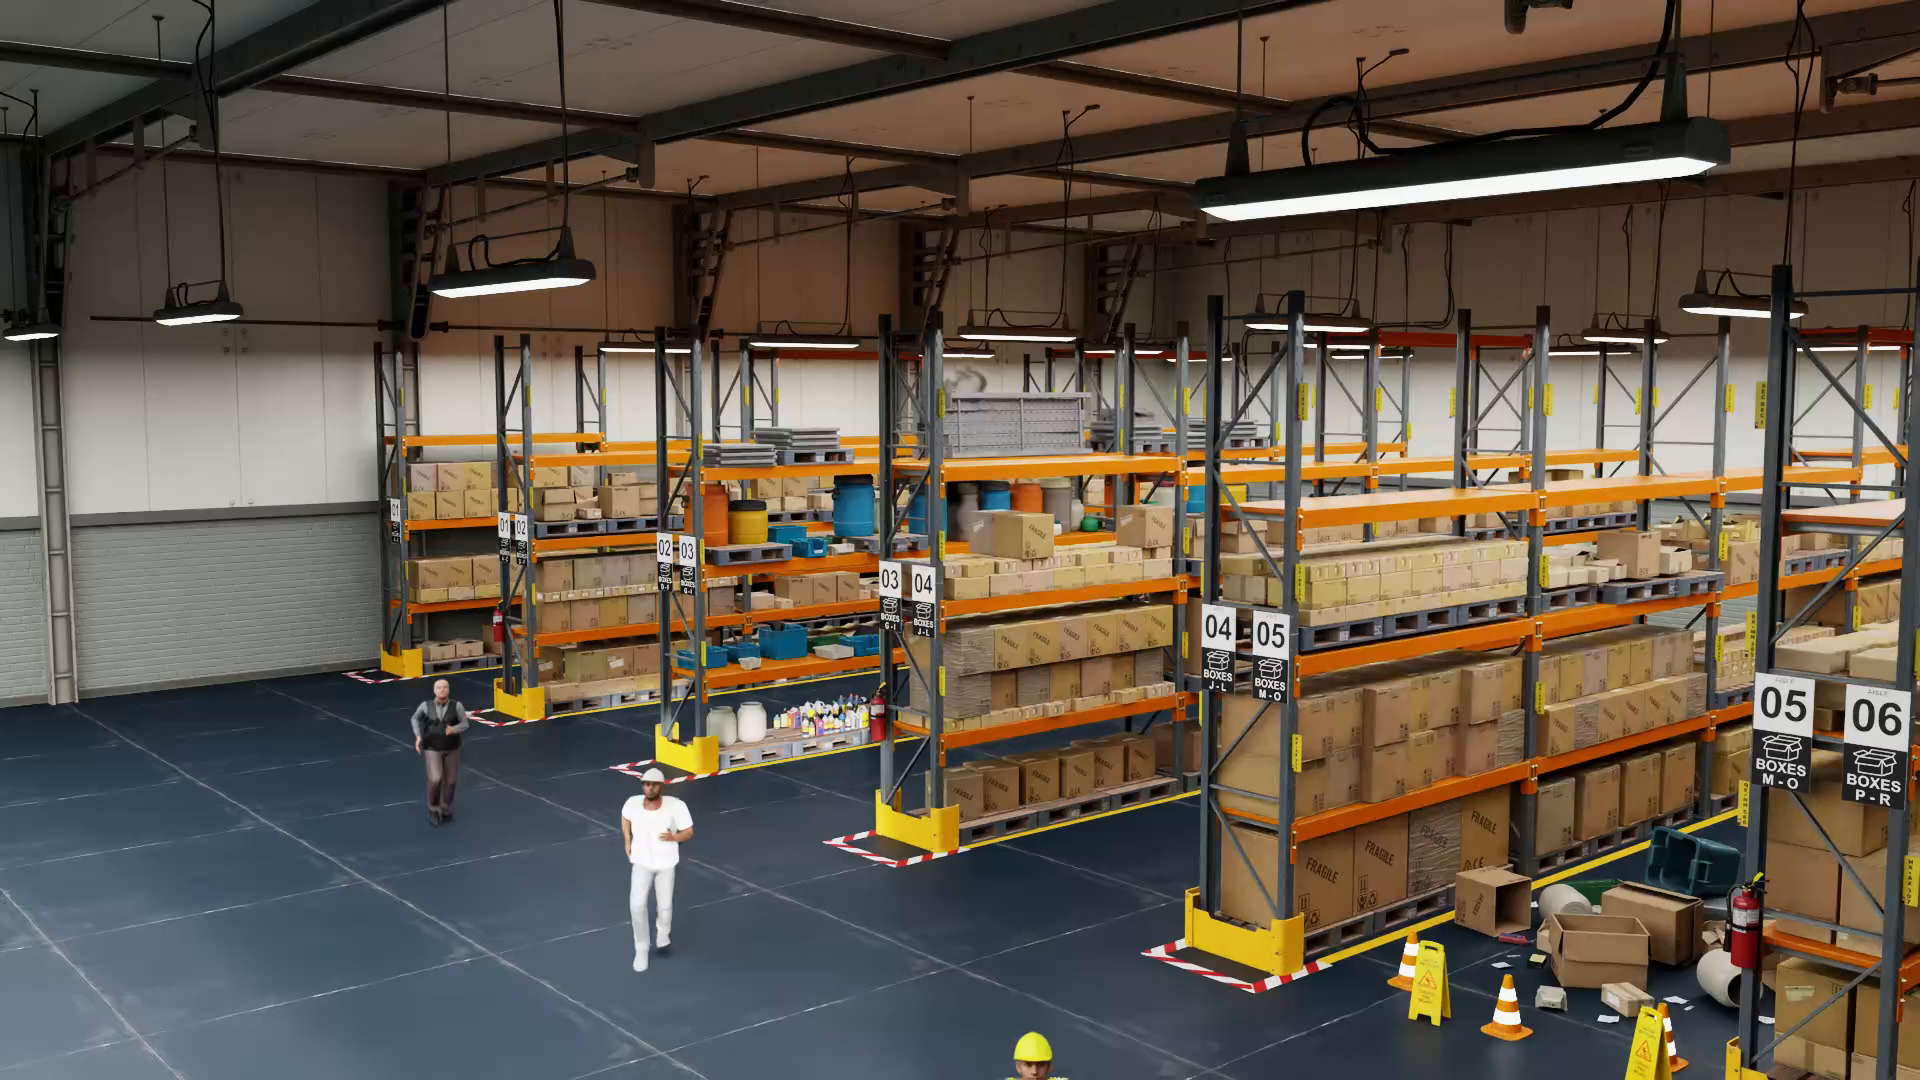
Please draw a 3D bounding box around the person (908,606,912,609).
[{"bbox_3d":[-0.691,1.464,28.648,0.585,1.646,0.508,4,7,40],"label":"person"}]

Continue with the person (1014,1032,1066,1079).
[{"bbox_3d":[0.406,3.495,8.792,0.680,1.754,0.629,0,5,3],"label":"person"}]

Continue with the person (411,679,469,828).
[{"bbox_3d":[-6.139,2.520,19.696,0.623,1.741,0.716,-2,6,-24],"label":"person"}]

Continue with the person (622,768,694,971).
[{"bbox_3d":[-2.736,2.944,15.031,0.677,1.816,0.778,0,5,-4],"label":"person"}]

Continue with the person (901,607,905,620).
[{"bbox_3d":[-1.091,1.158,34.717,0.651,1.684,0.594,3,6,32],"label":"person"}]
